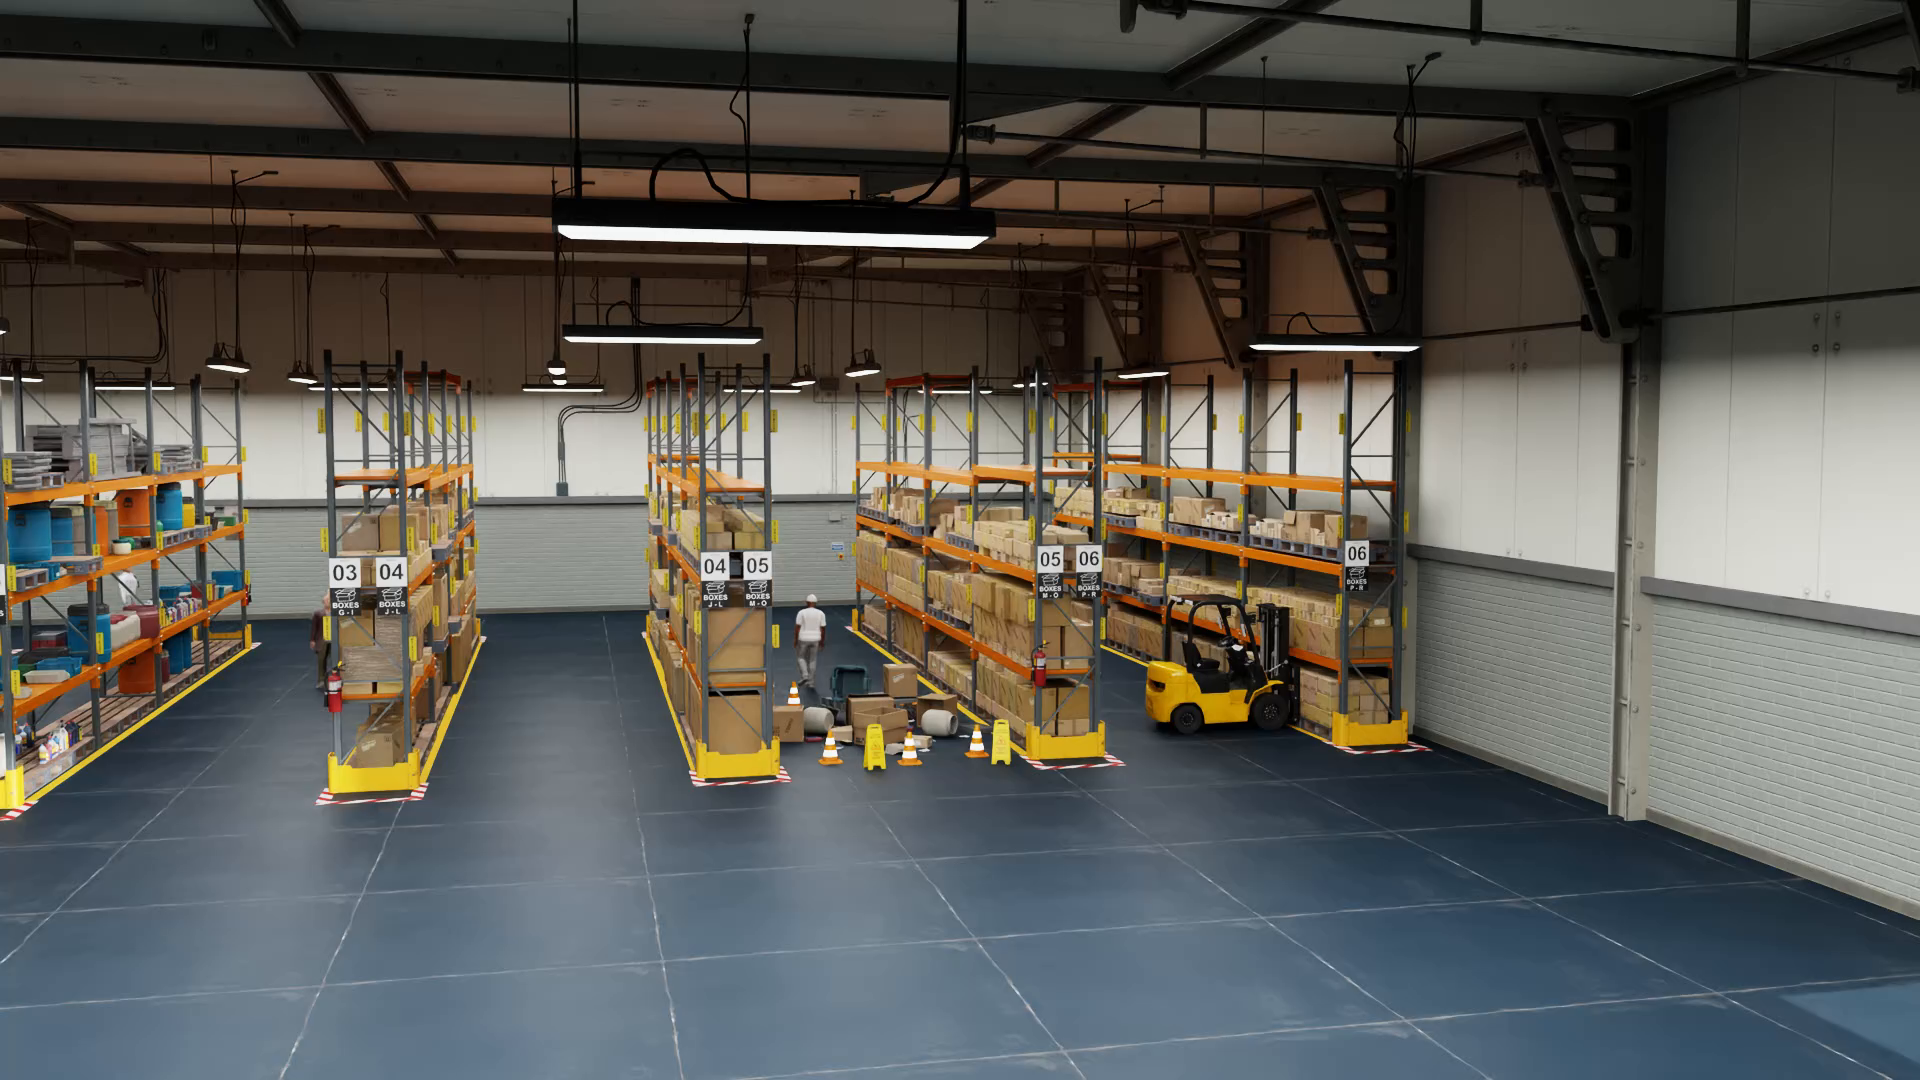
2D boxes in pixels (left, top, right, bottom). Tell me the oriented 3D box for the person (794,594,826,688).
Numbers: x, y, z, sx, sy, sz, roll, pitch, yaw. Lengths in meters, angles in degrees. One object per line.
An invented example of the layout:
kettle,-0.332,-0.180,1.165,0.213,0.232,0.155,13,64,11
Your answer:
person,-2.847,1.917,31.551,0.611,1.761,0.478,-1,4,-12

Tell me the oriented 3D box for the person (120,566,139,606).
person,-20.135,1.347,40.238,0.484,1.675,0.472,1,4,10

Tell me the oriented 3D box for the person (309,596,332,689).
person,-12.000,1.917,31.559,0.688,1.717,1.115,-1,4,-18
